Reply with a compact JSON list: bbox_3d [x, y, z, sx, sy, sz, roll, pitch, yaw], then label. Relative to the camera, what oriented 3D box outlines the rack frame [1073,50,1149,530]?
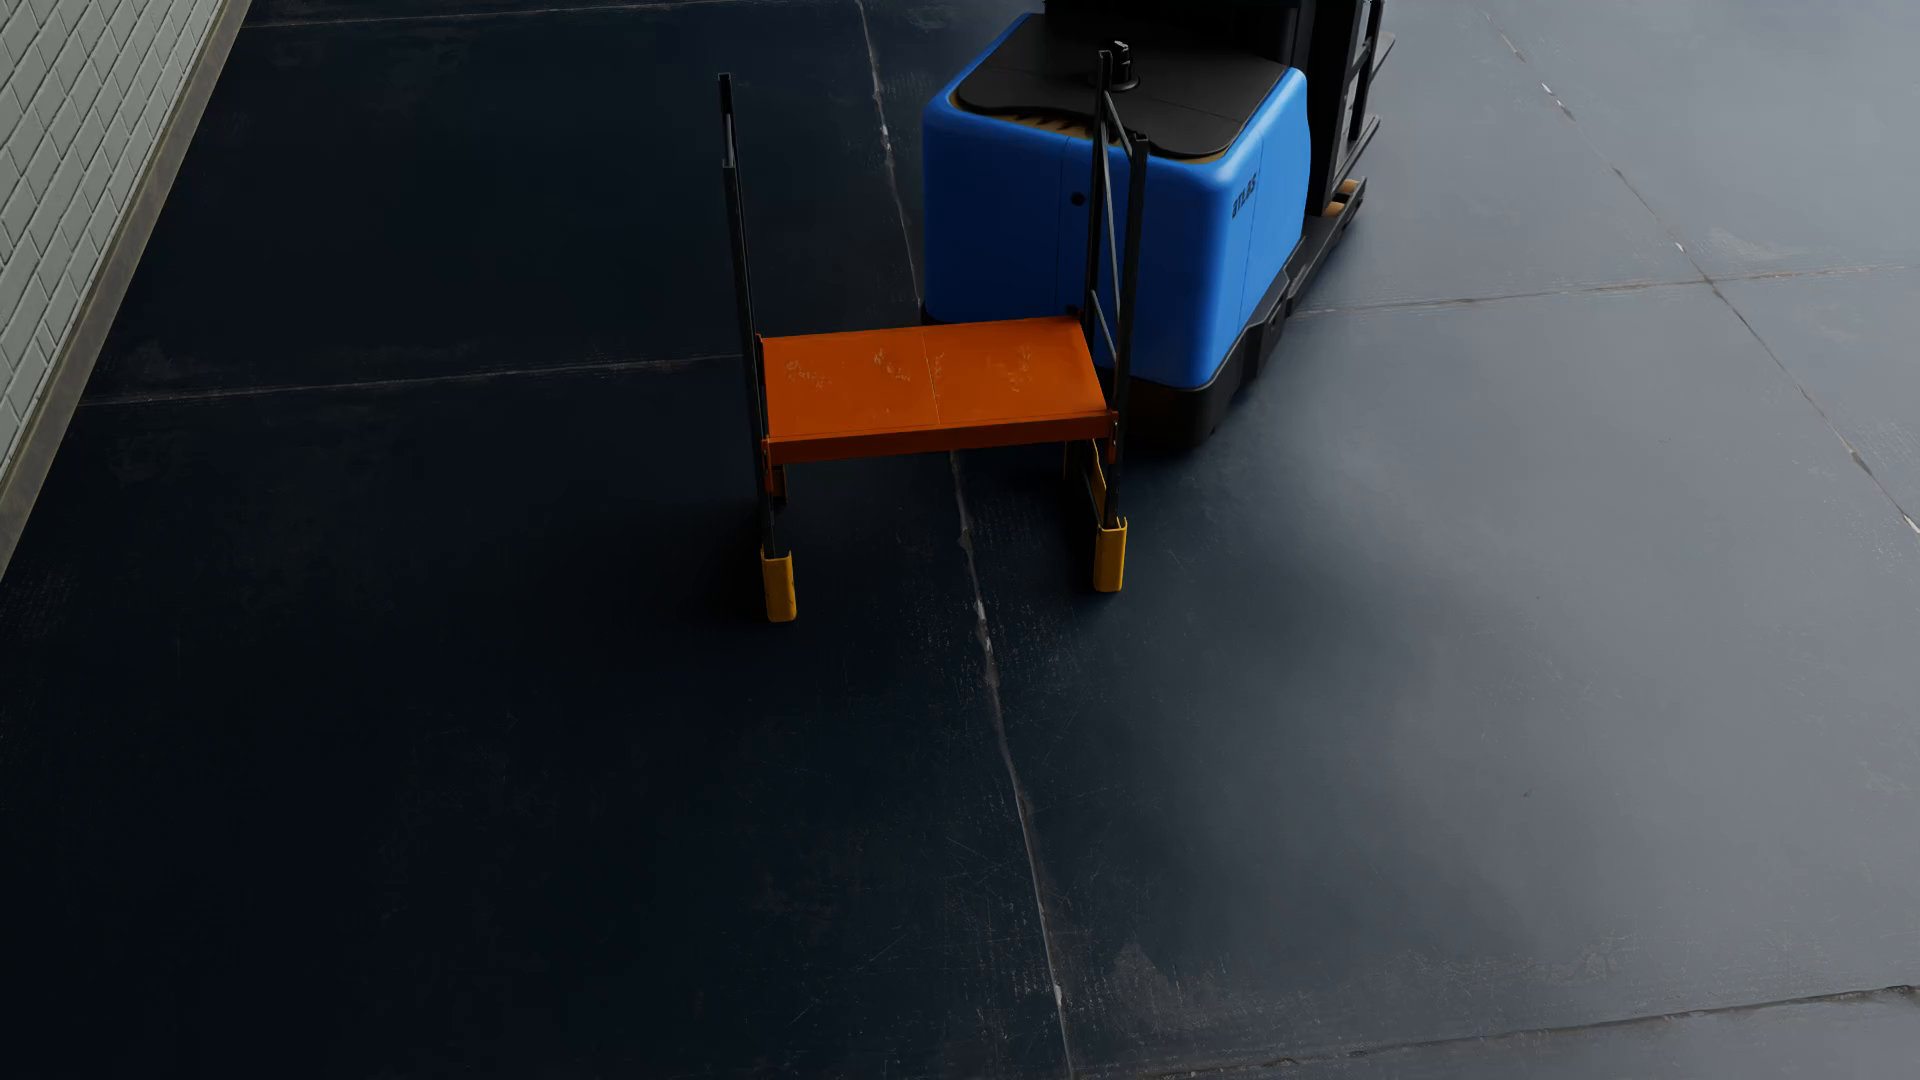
[{"bbox_3d":[0.419,-0.594,4.788,0.032,1.500,0.500,-5,42,-6],"label":"rack frame"}]

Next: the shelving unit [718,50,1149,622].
[{"bbox_3d":[-0.076,-0.550,4.740,1.083,1.500,0.587,-5,42,-6],"label":"shelving unit"}]

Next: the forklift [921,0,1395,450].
[{"bbox_3d":[0.969,-2.372,5.691,1.130,2.935,3.031,18,45,19],"label":"forklift"}]

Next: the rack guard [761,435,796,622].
[{"bbox_3d":[-0.569,-0.043,5.111,0.087,0.250,0.587,-5,42,-6],"label":"rack guard"}]

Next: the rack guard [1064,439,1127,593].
[{"bbox_3d":[0.418,-0.129,5.207,0.087,0.250,0.587,-5,42,-6],"label":"rack guard"}]

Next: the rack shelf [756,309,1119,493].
[{"bbox_3d":[-0.085,-0.416,4.860,1.000,0.185,0.538,-5,42,-6],"label":"rack shelf"}]

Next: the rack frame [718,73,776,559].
[{"bbox_3d":[-0.589,-0.505,4.691,0.032,1.500,0.500,-5,42,-6],"label":"rack frame"}]
